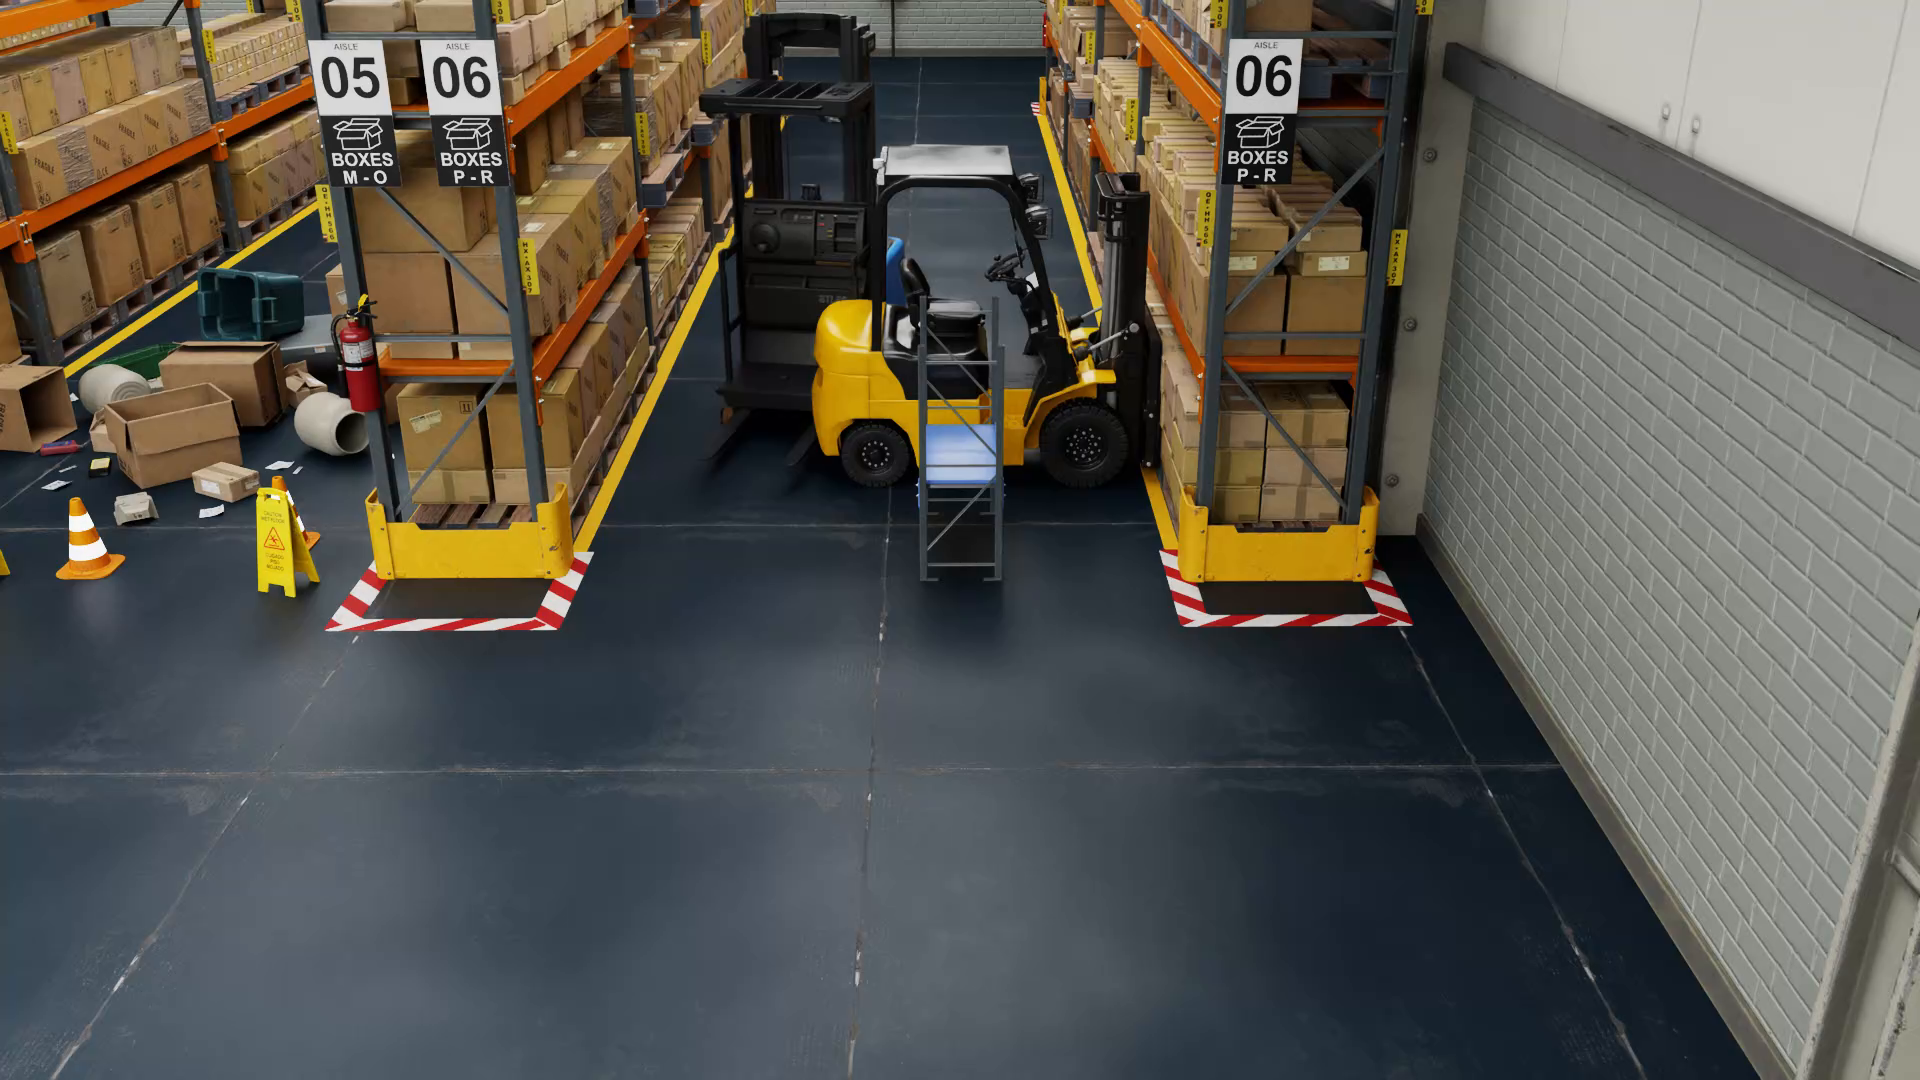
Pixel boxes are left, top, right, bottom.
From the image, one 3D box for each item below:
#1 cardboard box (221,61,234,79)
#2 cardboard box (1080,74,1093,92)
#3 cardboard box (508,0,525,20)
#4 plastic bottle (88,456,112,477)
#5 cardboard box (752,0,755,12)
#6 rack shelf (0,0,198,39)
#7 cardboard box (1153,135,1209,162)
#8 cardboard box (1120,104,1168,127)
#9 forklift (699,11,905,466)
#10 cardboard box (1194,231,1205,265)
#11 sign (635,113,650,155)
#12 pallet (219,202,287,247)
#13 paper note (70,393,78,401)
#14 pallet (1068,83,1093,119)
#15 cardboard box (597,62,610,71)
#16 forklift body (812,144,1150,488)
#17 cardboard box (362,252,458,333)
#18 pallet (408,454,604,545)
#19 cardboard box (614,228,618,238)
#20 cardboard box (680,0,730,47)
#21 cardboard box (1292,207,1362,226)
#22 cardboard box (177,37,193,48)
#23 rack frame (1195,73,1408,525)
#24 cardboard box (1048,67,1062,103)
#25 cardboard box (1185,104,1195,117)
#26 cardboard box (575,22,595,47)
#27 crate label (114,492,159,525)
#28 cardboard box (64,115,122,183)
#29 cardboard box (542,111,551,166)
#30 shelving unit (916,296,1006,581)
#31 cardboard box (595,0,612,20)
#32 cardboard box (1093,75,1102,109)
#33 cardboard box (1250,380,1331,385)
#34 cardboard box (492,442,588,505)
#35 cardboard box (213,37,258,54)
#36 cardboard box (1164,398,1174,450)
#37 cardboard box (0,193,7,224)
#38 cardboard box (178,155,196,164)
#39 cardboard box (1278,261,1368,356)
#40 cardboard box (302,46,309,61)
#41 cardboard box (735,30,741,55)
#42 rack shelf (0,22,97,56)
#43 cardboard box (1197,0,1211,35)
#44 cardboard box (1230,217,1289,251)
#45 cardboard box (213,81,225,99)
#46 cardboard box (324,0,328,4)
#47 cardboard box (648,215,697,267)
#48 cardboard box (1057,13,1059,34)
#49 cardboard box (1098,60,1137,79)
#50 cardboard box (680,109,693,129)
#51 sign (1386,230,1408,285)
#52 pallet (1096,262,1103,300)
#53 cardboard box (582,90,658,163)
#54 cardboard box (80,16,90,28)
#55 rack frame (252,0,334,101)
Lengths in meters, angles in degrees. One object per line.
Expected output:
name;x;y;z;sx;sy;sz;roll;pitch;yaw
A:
cardboard box;-7.860;-4.924;17.432;0.380;0.149;0.250;1;24;2
cardboard box;1.471;-4.833;17.592;0.380;0.149;0.250;0;24;0
cardboard box;-2.774;-3.137;9.744;0.380;0.149;0.250;0;24;-1
plastic bottle;-6.122;-0.529;11.845;0.133;0.061;0.283;-9;26;-19
cardboard box;-2.908;-7.019;21.294;0.500;0.500;0.500;-1;24;-1
rack shelf;-8.029;-4.615;14.546;1.077;0.370;4.000;0;24;-1
cardboard box;1.617;-2.864;12.174;0.380;0.149;0.250;0;24;1
cardboard box;1.573;-3.635;14.239;0.380;0.149;0.250;-1;24;-2
forklift;-1.204;-2.279;12.233;1.130;2.935;3.031;4;25;9
cardboard box;1.632;-1.779;10.135;0.380;0.149;0.250;0;24;0
sign;-2.516;-3.215;13.169;0.100;0.325;0.005;0;24;-1
pallet;-8.058;-3.451;18.125;1.003;0.211;1.213;0;24;-1
paper note;-7.094;-1.126;13.202;0.147;0.020;0.142;-19;31;-36
pallet;1.784;-4.679;17.689;1.213;0.211;1.003;0;24;-1
cardboard box;-3.305;-4.010;14.985;0.500;0.500;0.500;-1;24;-3
forklift body;0.104;-1.578;11.628;2.313;2.155;1.214;0;24;-1
cardboard box;-3.296;-1.571;10.101;0.500;0.500;0.500;-1;24;-1
pallet;-2.989;-0.263;11.075;1.003;0.211;1.213;0;24;-1
cardboard box;-2.815;-2.359;12.631;0.380;0.149;0.250;0;24;0
cardboard box;-2.870;-5.795;18.588;0.500;0.500;0.500;0;24;0
cardboard box;2.218;-1.917;10.079;0.380;0.149;0.250;1;24;1
cardboard box;-8.521;-5.368;18.053;0.380;0.149;0.250;0;24;-1
rack frame;1.949;-1.191;9.743;1.000;3.000;0.127;0;24;-1
cardboard box;1.686;-6.586;24.191;0.797;0.503;0.637;-1;24;-3
cardboard box;2.140;-3.645;14.261;0.380;0.149;0.250;0;24;-1
cardboard box;-2.753;-3.515;11.546;0.380;0.149;0.250;0;24;1
crate label;-5.486;-0.213;11.054;0.250;0.136;0.298;-14;28;-28
cardboard box;-7.753;-3.429;14.571;0.500;0.500;0.500;0;24;-1
cardboard box;-3.308;-2.852;11.721;0.700;0.500;0.500;-1;24;-2
shelving unit;0.001;-0.648;10.363;0.538;1.500;1.048;0;24;-1
cardboard box;-2.778;-3.860;11.827;0.500;0.250;0.500;-1;24;-1
cardboard box;1.597;-4.463;16.553;0.500;0.250;0.500;0;24;-1
cardboard box;2.124;-0.990;10.912;0.500;0.250;0.500;0;24;0
cardboard box;-2.747;-0.439;10.908;0.500;0.250;0.500;0;24;-1
cardboard box;-7.873;-5.371;18.060;0.380;0.149;0.250;1;24;2
cardboard box;1.636;-0.763;11.018;0.500;0.250;0.500;0;24;-1
cardboard box;-7.991;-2.668;12.827;0.875;0.550;0.550;0;24;-1
cardboard box;-8.320;-4.075;17.733;0.500;0.250;0.500;-1;24;-2
cardboard box;2.221;-1.442;10.177;0.500;0.500;0.500;1;24;1
cardboard box;-7.888;-5.752;19.624;0.380;0.149;0.250;0;24;-1
cardboard box;-2.885;-5.885;19.697;0.500;0.250;0.500;0;24;1
rack shelf;-13.077;-6.564;22.496;1.077;0.370;4.000;0;24;-1
cardboard box;1.633;-3.178;10.029;0.396;0.266;0.258;0;24;0
cardboard box;1.734;-1.814;9.852;0.380;0.149;0.250;0;24;0
cardboard box;-7.854;-4.662;17.213;0.380;0.149;0.250;-1;24;-1
cardboard box;-7.855;-6.872;20.608;0.500;0.500;0.500;0;24;1
cardboard box;-3.090;-2.921;16.247;0.950;0.372;0.625;-1;24;-2
cardboard box;1.556;-6.824;22.018;0.500;0.250;0.500;0;24;-1
cardboard box;1.570;-4.696;16.585;0.380;0.149;0.250;0;24;1
cardboard box;-2.728;-3.976;15.696;0.380;0.149;0.250;0;24;0
sign;2.504;-1.622;9.549;0.100;0.325;0.005;0;24;-1
pallet;1.842;-2.376;15.748;1.003;0.211;1.213;0;24;-1
cardboard box;-2.777;-3.382;13.597;0.500;0.500;0.500;0;24;1
cardboard box;-12.765;-7.456;23.900;0.380;0.149;0.250;0;24;0
rack frame;-8.094;-6.048;20.483;1.000;3.000;0.127;0;24;-1
